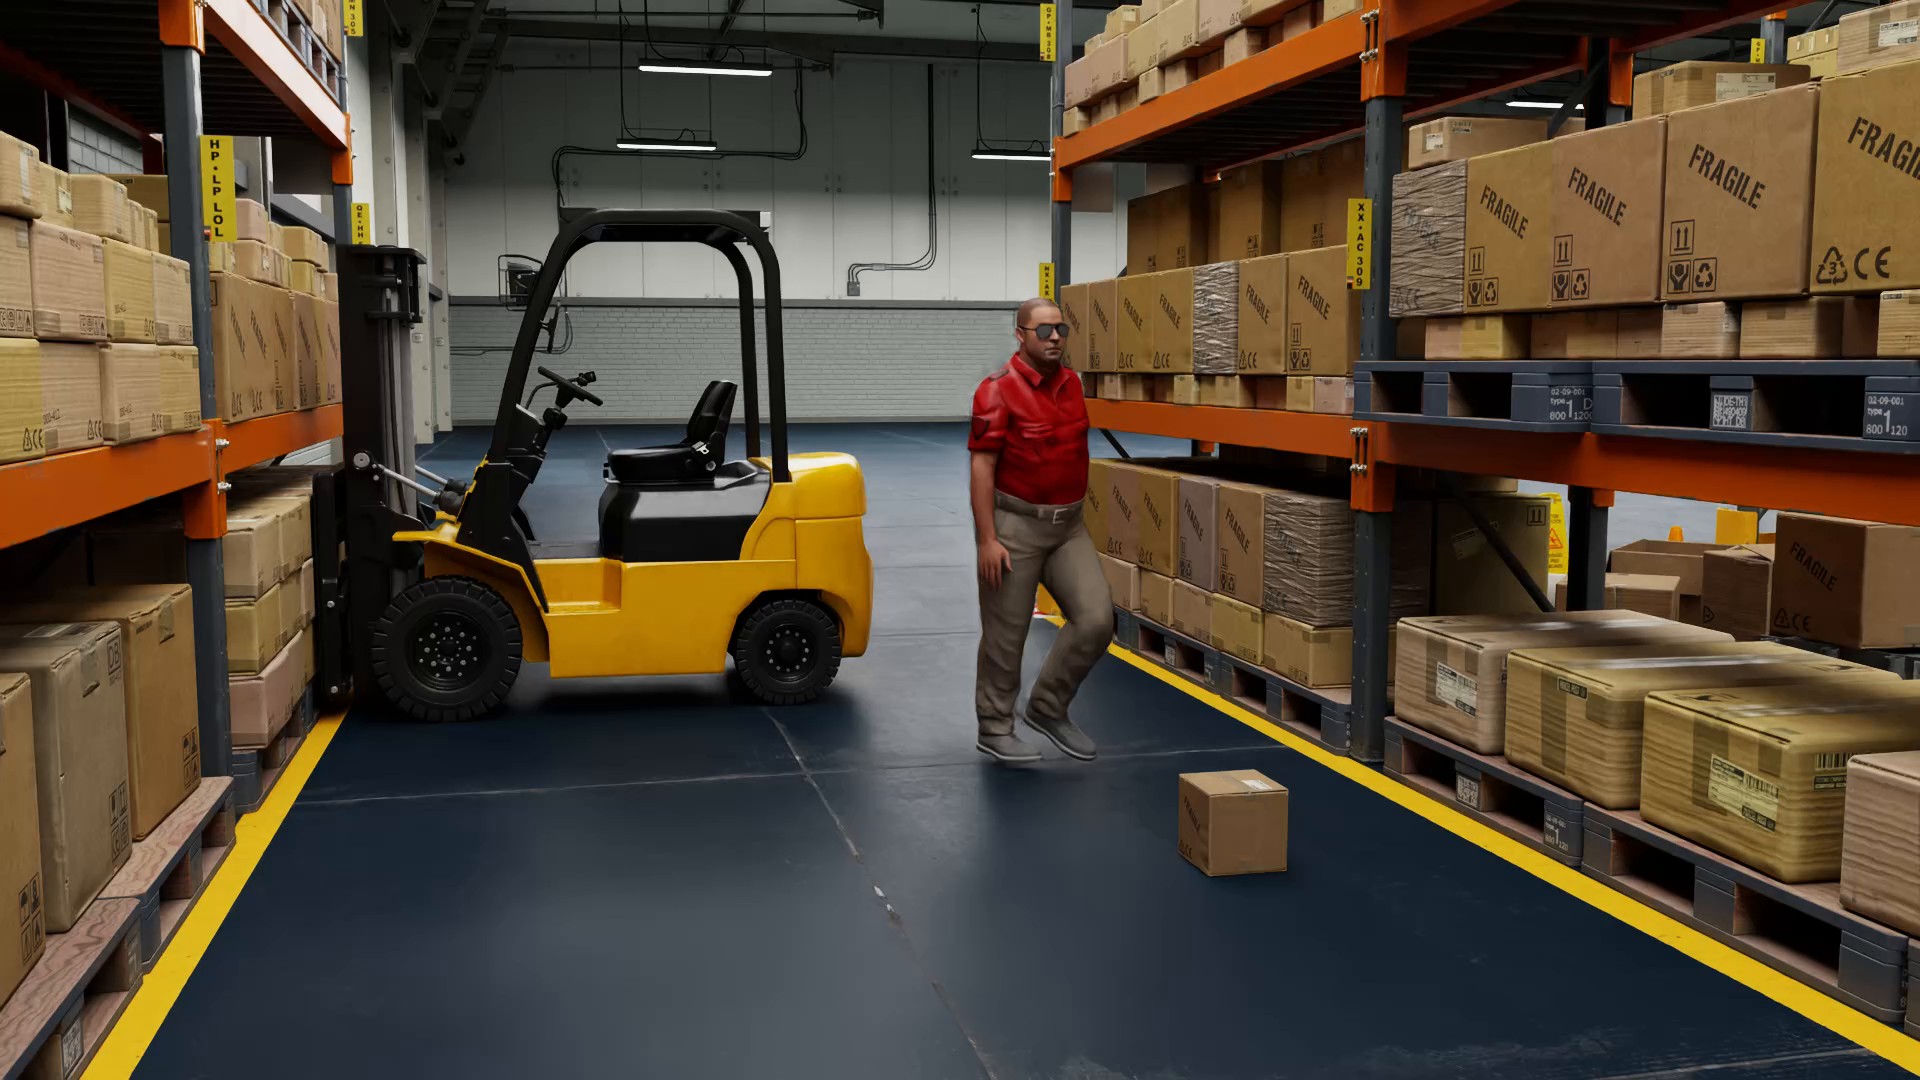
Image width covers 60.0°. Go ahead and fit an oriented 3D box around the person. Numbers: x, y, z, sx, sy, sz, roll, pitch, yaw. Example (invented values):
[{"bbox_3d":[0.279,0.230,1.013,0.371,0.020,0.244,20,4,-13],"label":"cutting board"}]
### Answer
[{"bbox_3d":[0.253,-0.019,6.093,0.571,1.717,0.516,-5,8,-37],"label":"person"}]
